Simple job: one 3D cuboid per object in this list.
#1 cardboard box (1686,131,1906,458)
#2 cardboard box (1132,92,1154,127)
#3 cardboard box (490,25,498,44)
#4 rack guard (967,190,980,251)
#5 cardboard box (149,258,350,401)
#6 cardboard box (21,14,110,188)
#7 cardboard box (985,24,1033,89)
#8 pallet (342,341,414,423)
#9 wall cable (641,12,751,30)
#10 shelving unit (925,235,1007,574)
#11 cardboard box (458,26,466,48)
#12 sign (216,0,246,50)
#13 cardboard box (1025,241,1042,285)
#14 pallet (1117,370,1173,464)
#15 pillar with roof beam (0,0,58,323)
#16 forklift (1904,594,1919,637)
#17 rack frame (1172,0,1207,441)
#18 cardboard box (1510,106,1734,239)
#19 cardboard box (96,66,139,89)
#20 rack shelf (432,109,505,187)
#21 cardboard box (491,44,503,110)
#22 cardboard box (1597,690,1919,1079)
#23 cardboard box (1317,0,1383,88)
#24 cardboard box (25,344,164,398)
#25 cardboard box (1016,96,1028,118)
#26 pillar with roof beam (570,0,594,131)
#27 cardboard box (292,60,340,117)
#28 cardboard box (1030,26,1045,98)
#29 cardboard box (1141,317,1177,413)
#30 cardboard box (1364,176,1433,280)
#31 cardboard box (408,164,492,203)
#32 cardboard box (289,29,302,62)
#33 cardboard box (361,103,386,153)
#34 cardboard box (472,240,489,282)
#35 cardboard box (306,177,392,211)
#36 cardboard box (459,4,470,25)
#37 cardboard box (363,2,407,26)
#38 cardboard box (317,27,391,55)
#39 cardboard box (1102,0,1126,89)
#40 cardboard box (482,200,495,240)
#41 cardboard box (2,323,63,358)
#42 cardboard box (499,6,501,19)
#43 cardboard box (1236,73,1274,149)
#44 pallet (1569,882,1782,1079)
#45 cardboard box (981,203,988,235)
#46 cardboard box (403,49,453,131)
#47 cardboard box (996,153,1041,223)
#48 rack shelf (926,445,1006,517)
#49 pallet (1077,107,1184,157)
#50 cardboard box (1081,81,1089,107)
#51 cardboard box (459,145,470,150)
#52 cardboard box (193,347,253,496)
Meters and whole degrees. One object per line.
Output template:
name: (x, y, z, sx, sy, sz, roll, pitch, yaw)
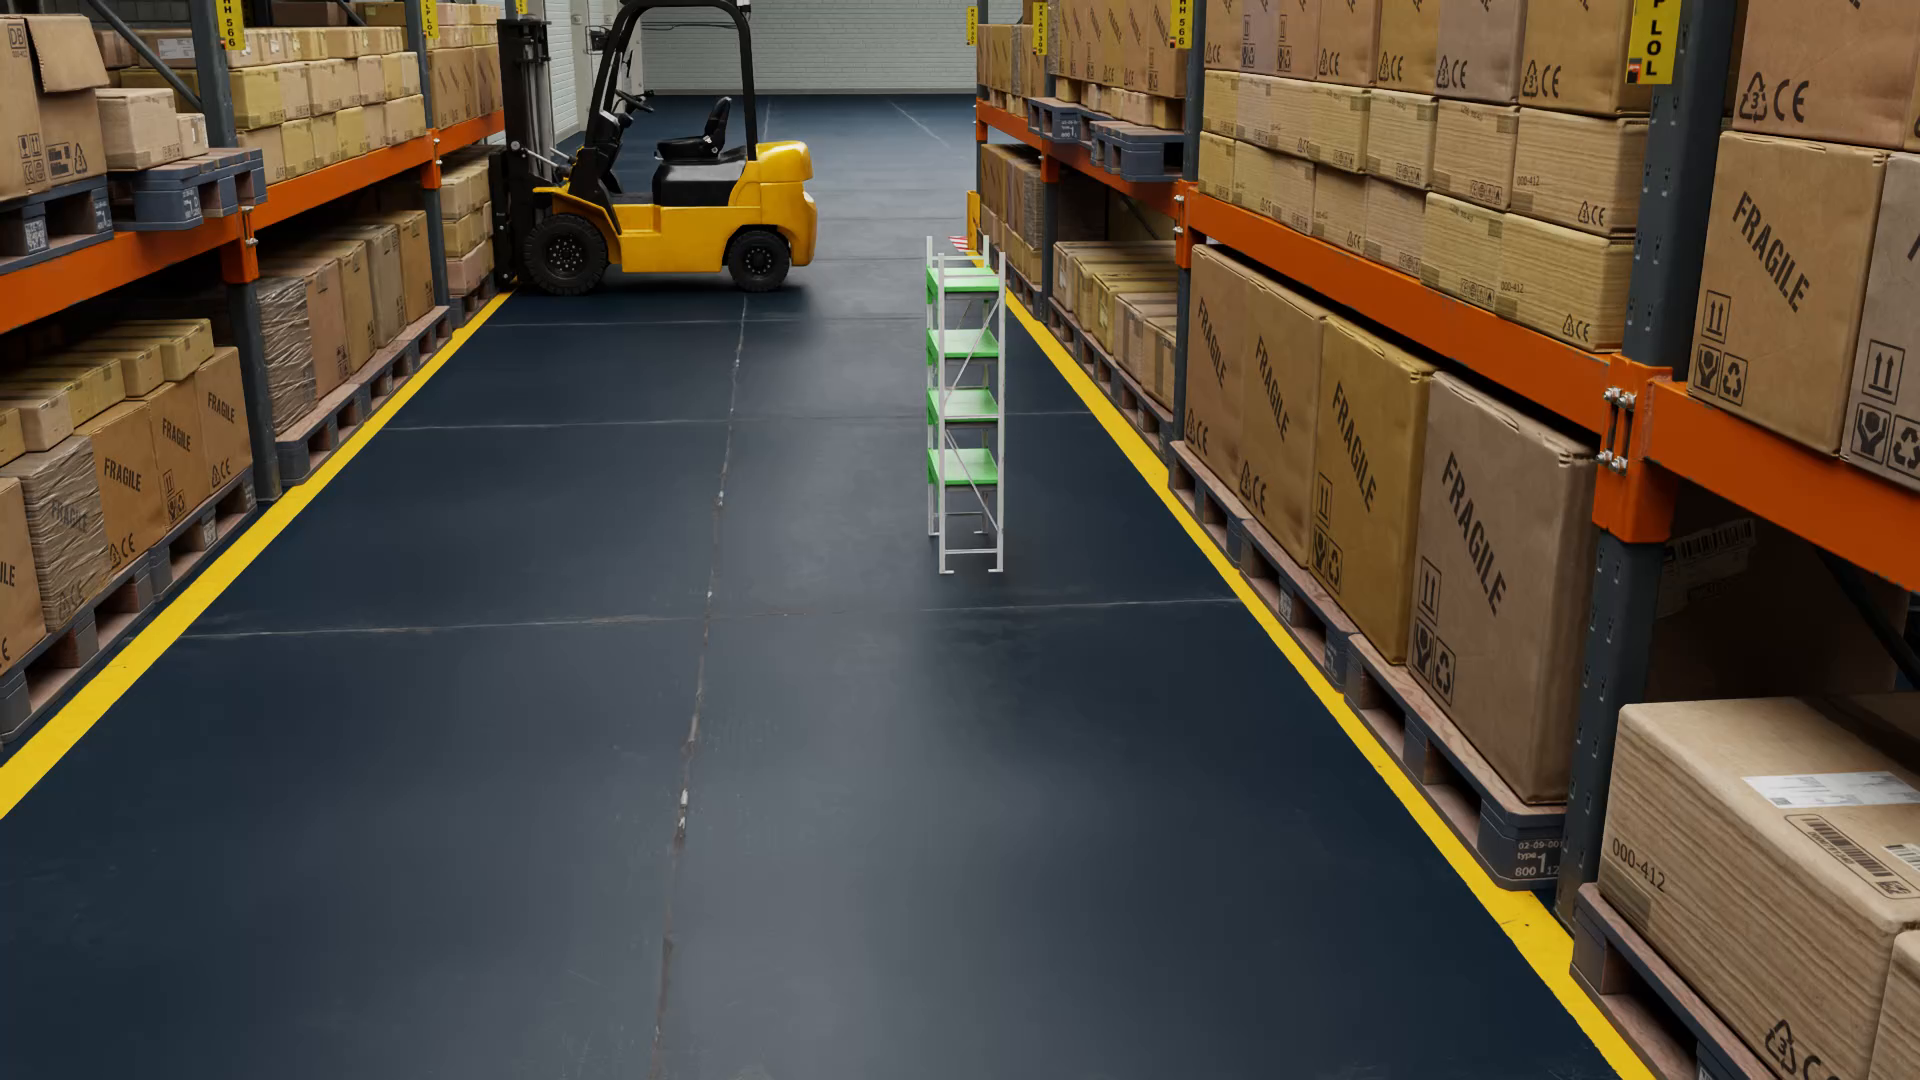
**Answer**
cardboard box: (1.677, -0.453, 2.944, 0.500, 0.500, 0.500, -1, 17, -4)
cardboard box: (1.039, -2.067, 7.971, 0.380, 0.149, 0.250, -2, 18, -6)
cardboard box: (-3.949, -4.082, 13.421, 0.380, 0.149, 0.250, -1, 17, -5)
rack guard: (0.659, -2.913, 15.121, 1.175, 0.500, 0.348, -2, 18, -6)
cardboard box: (-3.586, -1.038, 8.240, 0.875, 0.625, 0.625, -1, 17, -4)
cardboard box: (-3.108, -1.359, 5.125, 0.797, 0.503, 0.637, -2, 18, -7)
cardboard box: (0.481, -4.014, 13.791, 0.500, 0.500, 0.500, -1, 17, -4)
pallet: (-3.629, -0.869, 9.092, 1.003, 0.211, 1.213, -2, 18, -6)
wall cable: (-7.193, -14.976, 44.539, 3.097, 2.526, 0.112, -2, 18, -6)
shelving unit: (0.017, -0.523, 6.340, 0.258, 1.200, 0.503, -2, 18, -6)
cardboard box: (-3.704, -3.550, 11.727, 0.380, 0.149, 0.250, -2, 18, -6)
sign: (-2.921, -2.124, 6.635, 0.100, 0.325, 0.005, -2, 18, -6)
cardboard box: (0.736, -1.993, 11.906, 0.500, 0.250, 0.500, -1, 17, -3)
pallet: (1.398, -0.647, 8.386, 1.003, 0.211, 1.213, -2, 18, -6)
pillar with roof beam: (-0.209, -4.946, 7.408, 9.100, 9.000, 0.400, -2, 18, -6)
forklift: (3.722, -1.183, 5.552, 3.031, 2.935, 1.130, 0, 17, -1)
rack frame: (1.477, -1.745, 7.226, 1.000, 3.000, 0.127, -2, 18, -6)
cardboard box: (1.602, -0.844, 3.772, 0.500, 0.250, 0.500, -2, 18, -6)
cardboard box: (-3.783, -1.882, 7.081, 0.500, 0.250, 0.500, -1, 17, -4)
rack shelf: (-4.079, -3.035, 12.536, 1.077, 0.370, 4.000, -2, 18, -6)
cardboard box: (-3.929, -3.728, 13.377, 0.500, 0.500, 0.500, -1, 17, -4)
cardboard box: (1.847, 0.660, 3.145, 0.875, 0.438, 0.875, -2, 18, -6)
cardboard box: (1.432, -1.662, 5.128, 0.500, 0.500, 0.500, -1, 17, -5)
cardboard box: (-3.115, -0.608, 5.995, 0.380, 0.149, 0.250, -2, 18, -7)
cardboard box: (0.620, -3.205, 12.299, 0.380, 0.149, 0.250, -2, 18, -6)
pillar with roof beam: (-2.684, -12.096, 30.184, 9.100, 9.000, 0.400, -2, 18, -6)
cardboard box: (-3.349, -2.203, 8.101, 0.500, 0.250, 0.500, -2, 18, -7)
cardboard box: (0.771, -3.251, 11.360, 0.500, 0.500, 0.500, -2, 18, -7)
cardboard box: (1.428, -0.860, 8.094, 0.950, 0.372, 0.625, -3, 18, -9)
cardboard box: (1.508, -0.910, 4.818, 0.500, 0.250, 0.500, -2, 18, -7)
cardboard box: (-3.716, -2.602, 12.177, 0.500, 0.250, 0.500, -1, 17, -4)
cardboard box: (-3.376, -2.358, 7.930, 0.380, 0.149, 0.250, -2, 17, -5)
cardboard box: (-3.482, -2.270, 9.149, 0.500, 0.250, 0.500, -2, 18, -5)
cardboard box: (-3.661, -1.976, 11.851, 0.500, 0.250, 0.500, -2, 18, -7)
cardboard box: (-4.116, -2.288, 11.177, 0.500, 0.250, 0.500, -1, 17, -5)
cardboard box: (-3.875, -3.916, 12.395, 0.380, 0.149, 0.250, -2, 17, -5)
cardboard box: (-3.610, -3.385, 10.705, 0.380, 0.149, 0.250, -1, 17, -5)
cardboard box: (-3.440, -2.819, 9.399, 0.380, 0.149, 0.250, -2, 18, -7)
cardboard box: (1.036, -2.565, 8.476, 0.500, 0.500, 0.500, -3, 18, -9)
cardboard box: (-3.710, -2.363, 12.250, 0.500, 0.250, 0.500, -2, 18, -6)
cardboard box: (-3.716, -0.742, 6.423, 0.380, 0.149, 0.250, -1, 17, -3)
cardboard box: (-4.039, -4.373, 13.850, 0.380, 0.149, 0.250, -2, 18, -5)
cardboard box: (1.336, -1.599, 6.178, 0.500, 0.250, 0.500, -1, 17, -4)
pallet: (1.890, 1.007, 3.119, 1.003, 0.211, 1.213, -2, 18, -6)
cardboard box: (0.460, -2.768, 14.374, 0.500, 0.250, 0.500, -2, 18, -6)
cardboard box: (-3.659, -2.970, 10.962, 0.500, 0.500, 0.500, -2, 18, -7)
cardboard box: (0.565, -2.813, 13.267, 0.500, 0.500, 0.500, -1, 17, -5)
rack shelf: (0.017, -0.233, 6.431, 0.258, 0.148, 0.480, -2, 18, -6)
pallet: (1.232, -2.242, 9.130, 1.003, 0.211, 1.213, -2, 18, -6)
cardboard box: (0.914, -2.608, 9.694, 0.380, 0.149, 0.250, -2, 17, -5)
cardboard box: (-4.424, -3.190, 14.051, 0.500, 0.250, 0.500, -2, 18, -6)
cardboard box: (-3.203, -0.479, 6.666, 0.500, 0.500, 0.500, -1, 17, -4)
